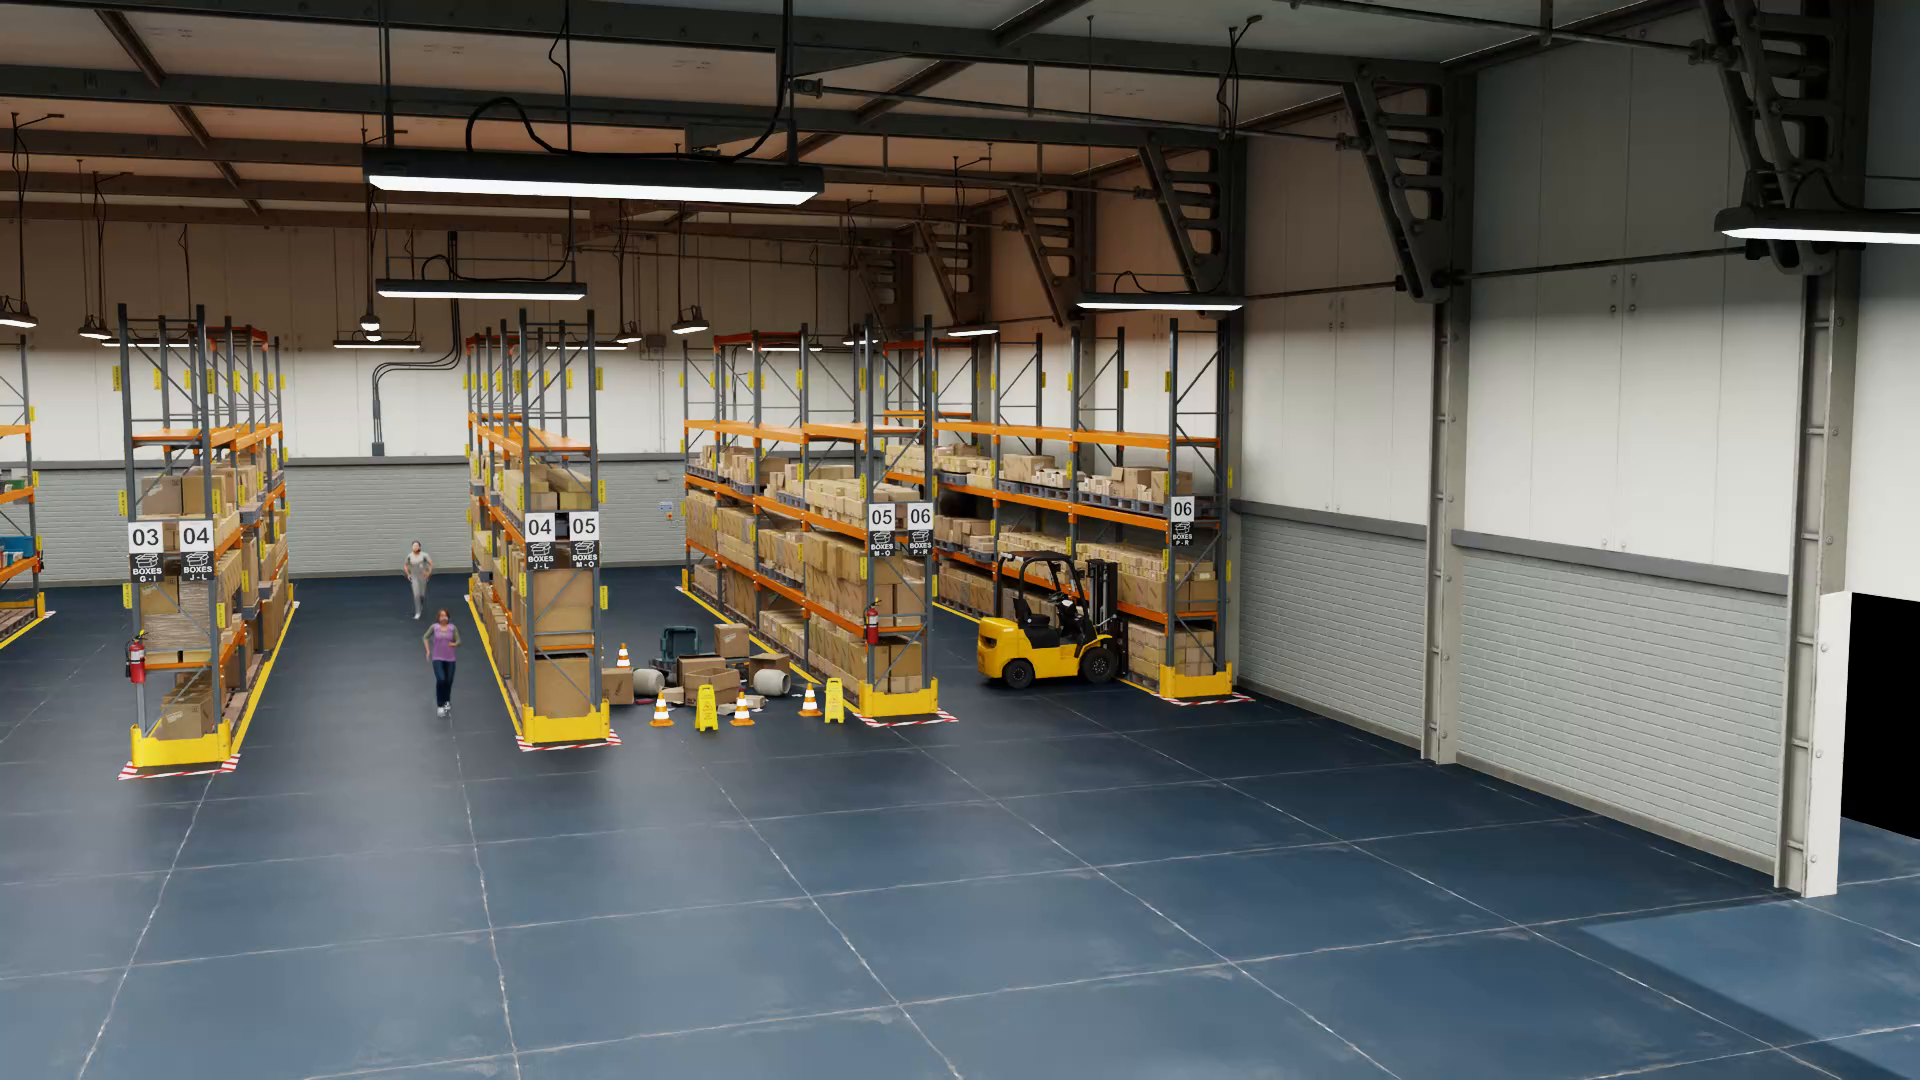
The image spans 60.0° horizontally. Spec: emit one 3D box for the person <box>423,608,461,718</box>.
[{"bbox_3d":[-7.755,1.840,24.973,0.503,1.639,0.696,-3,6,-28],"label":"person"}]

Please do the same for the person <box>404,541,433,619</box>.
[{"bbox_3d":[-11.564,0.830,35.536,0.585,1.652,0.651,-1,6,-14],"label":"person"}]
